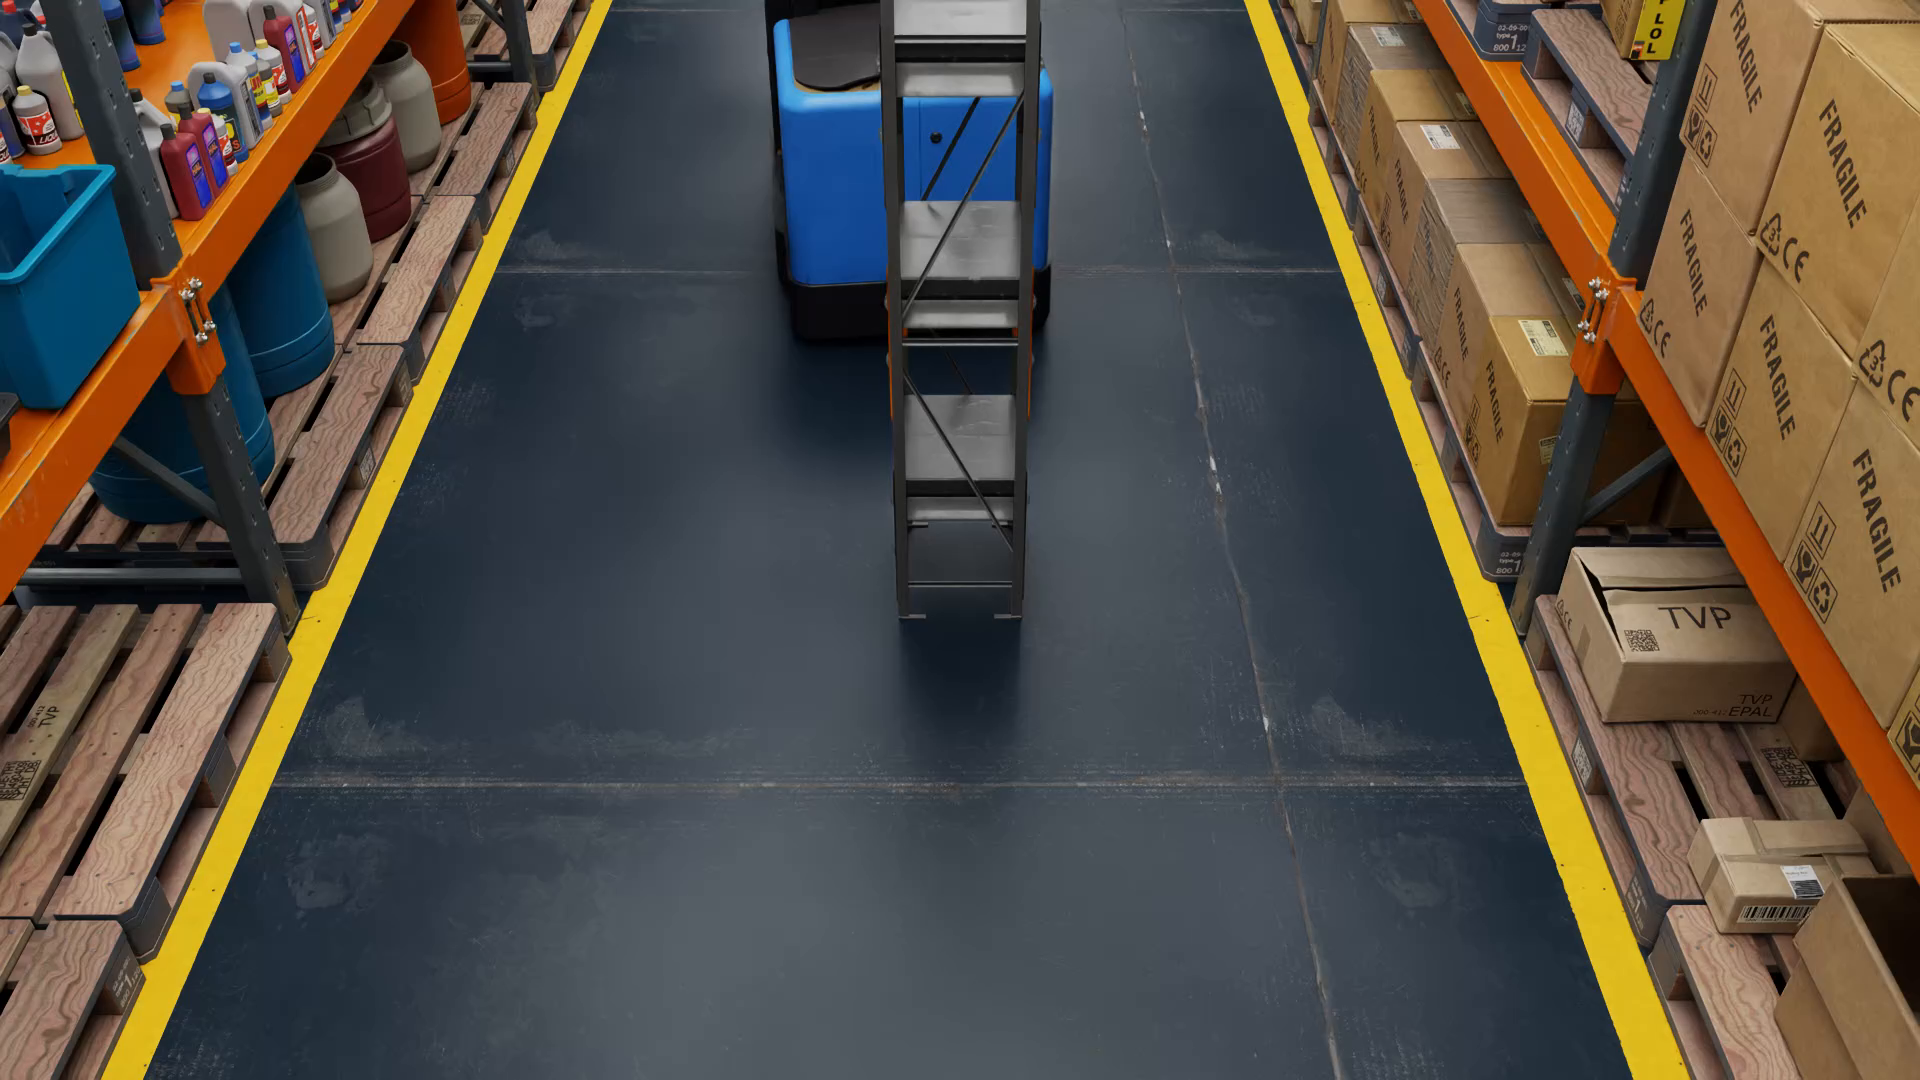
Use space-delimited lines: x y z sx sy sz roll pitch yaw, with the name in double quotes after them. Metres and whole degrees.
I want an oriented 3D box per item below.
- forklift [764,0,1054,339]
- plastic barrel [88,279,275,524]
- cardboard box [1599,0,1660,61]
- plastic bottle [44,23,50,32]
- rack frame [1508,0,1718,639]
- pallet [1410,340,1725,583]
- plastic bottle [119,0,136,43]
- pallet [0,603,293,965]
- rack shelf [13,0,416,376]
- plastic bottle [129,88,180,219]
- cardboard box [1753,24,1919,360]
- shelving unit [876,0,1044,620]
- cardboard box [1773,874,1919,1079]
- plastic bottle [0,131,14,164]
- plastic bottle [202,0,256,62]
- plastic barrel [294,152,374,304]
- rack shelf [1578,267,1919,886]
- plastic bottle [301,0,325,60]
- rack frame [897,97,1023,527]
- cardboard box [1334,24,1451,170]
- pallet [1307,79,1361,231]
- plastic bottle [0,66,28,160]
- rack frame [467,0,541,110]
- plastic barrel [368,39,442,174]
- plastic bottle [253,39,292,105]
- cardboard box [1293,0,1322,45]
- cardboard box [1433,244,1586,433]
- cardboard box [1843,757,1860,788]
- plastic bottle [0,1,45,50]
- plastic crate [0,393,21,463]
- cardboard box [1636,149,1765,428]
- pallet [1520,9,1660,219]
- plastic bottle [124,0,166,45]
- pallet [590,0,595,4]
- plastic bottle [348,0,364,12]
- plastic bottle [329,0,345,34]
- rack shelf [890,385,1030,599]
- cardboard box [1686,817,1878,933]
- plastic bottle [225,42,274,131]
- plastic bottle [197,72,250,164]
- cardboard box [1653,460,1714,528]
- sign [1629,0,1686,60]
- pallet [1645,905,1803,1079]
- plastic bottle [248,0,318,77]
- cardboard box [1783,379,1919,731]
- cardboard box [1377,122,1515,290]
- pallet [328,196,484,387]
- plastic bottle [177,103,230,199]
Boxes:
-0.321 -2.860 6.975 1.130 2.935 3.031 -4 39 -5 "forklift"
-2.641 -0.577 5.413 0.600 0.901 0.708 0 39 0 "plastic barrel"
2.455 -1.822 5.209 0.700 0.500 0.500 6 39 7 "cardboard box"
-2.841 -1.563 5.341 0.144 0.351 0.185 0 39 0 "plastic bottle"
2.296 -0.893 4.465 1.000 3.000 0.127 0 39 0 "rack frame"
2.258 -0.313 5.972 1.003 0.211 1.213 0 39 0 "pallet"
-2.982 -1.862 5.774 0.152 0.276 0.135 0 39 0 "plastic bottle"
-2.617 0.656 4.762 1.003 0.211 1.213 0 39 0 "pallet"
-2.659 -1.861 6.249 1.077 0.370 4.000 0 39 0 "rack shelf"
-2.333 -1.118 4.786 0.144 0.351 0.185 0 39 0 "plastic bottle"
2.017 -0.704 3.351 0.500 0.500 0.500 -1 39 -1 "cardboard box"
0.000 -0.716 4.964 0.431 2.100 0.503 0 39 0 "shelving unit"
2.304 1.085 3.642 0.797 0.503 0.637 0 39 0 "cardboard box"
-2.947 -1.216 5.028 0.097 0.201 0.097 0 39 0 "plastic bottle"
-2.430 -1.712 5.587 0.152 0.276 0.135 0 39 0 "plastic bottle"
-2.553 -1.221 6.528 0.421 0.512 0.421 0 39 0 "plastic barrel"
2.299 0.639 3.130 1.077 0.370 4.000 0 39 0 "rack shelf"
-2.250 -1.755 5.701 0.097 0.201 0.097 0 39 0 "plastic bottle"
0.000 -0.868 5.155 0.400 2.100 0.015 0 39 0 "rack frame"
2.013 -1.978 7.467 0.500 0.500 0.500 -1 39 -2 "cardboard box"
2.255 -1.839 7.876 1.003 0.211 1.213 0 39 0 "pallet"
-2.981 -1.318 5.095 0.152 0.276 0.135 0 39 0 "plastic bottle"
-2.662 -3.393 7.585 1.000 3.000 0.127 0 39 0 "rack frame"
-2.554 -1.927 7.410 0.421 0.512 0.421 0 39 0 "plastic barrel"
-2.250 -1.527 5.415 0.097 0.201 0.097 0 39 0 "plastic bottle"
2.047 -2.814 8.726 0.500 0.250 0.500 1 39 1 "cardboard box"
2.017 -0.707 5.880 0.500 0.500 0.500 0 39 0 "cardboard box"
2.641 0.639 4.482 0.380 0.149 0.250 0 39 0 "cardboard box"
-2.985 -1.562 5.340 0.144 0.351 0.185 0 39 0 "plastic bottle"
-2.387 -0.108 3.658 0.437 0.125 0.590 0 39 0 "plastic crate"
2.025 -0.613 4.036 0.500 0.500 0.500 1 39 1 "cardboard box"
2.405 -1.318 5.149 1.003 0.211 1.213 0 39 0 "pallet"
-2.857 -1.872 5.791 0.097 0.271 0.097 0 39 0 "plastic bottle"
-2.622 -3.550 10.011 1.003 0.211 1.213 0 39 0 "pallet"
-2.274 -2.108 6.021 0.144 0.351 0.185 0 39 0 "plastic bottle"
-2.251 -1.928 5.860 0.097 0.271 0.097 0 39 0 "plastic bottle"
0.000 -0.159 5.410 0.431 0.518 0.480 0 39 0 "rack shelf"
2.092 0.845 4.211 0.380 0.166 0.250 0 39 0 "cardboard box"
-2.250 -1.432 5.242 0.097 0.271 0.097 0 39 0 "plastic bottle"
-2.249 -1.287 5.061 0.097 0.271 0.097 0 39 0 "plastic bottle"
2.540 -0.392 5.487 0.500 0.500 0.500 -2 39 -2 "cardboard box"
1.741 -1.342 4.100 0.100 0.325 0.005 0 39 0 "sign"
2.301 1.390 3.847 1.003 0.211 1.213 0 39 0 "pallet"
-2.278 -1.712 5.587 0.152 0.276 0.135 0 39 0 "plastic bottle"
2.027 0.020 3.246 0.500 0.500 0.500 0 39 0 "cardboard box"
2.014 -1.338 6.668 0.500 0.500 0.500 -1 39 -2 "cardboard box"
-2.620 -1.051 6.892 1.003 0.211 1.213 0 39 0 "pallet"
-2.231 -1.159 4.891 0.061 0.283 0.133 0 39 0 "plastic bottle"
